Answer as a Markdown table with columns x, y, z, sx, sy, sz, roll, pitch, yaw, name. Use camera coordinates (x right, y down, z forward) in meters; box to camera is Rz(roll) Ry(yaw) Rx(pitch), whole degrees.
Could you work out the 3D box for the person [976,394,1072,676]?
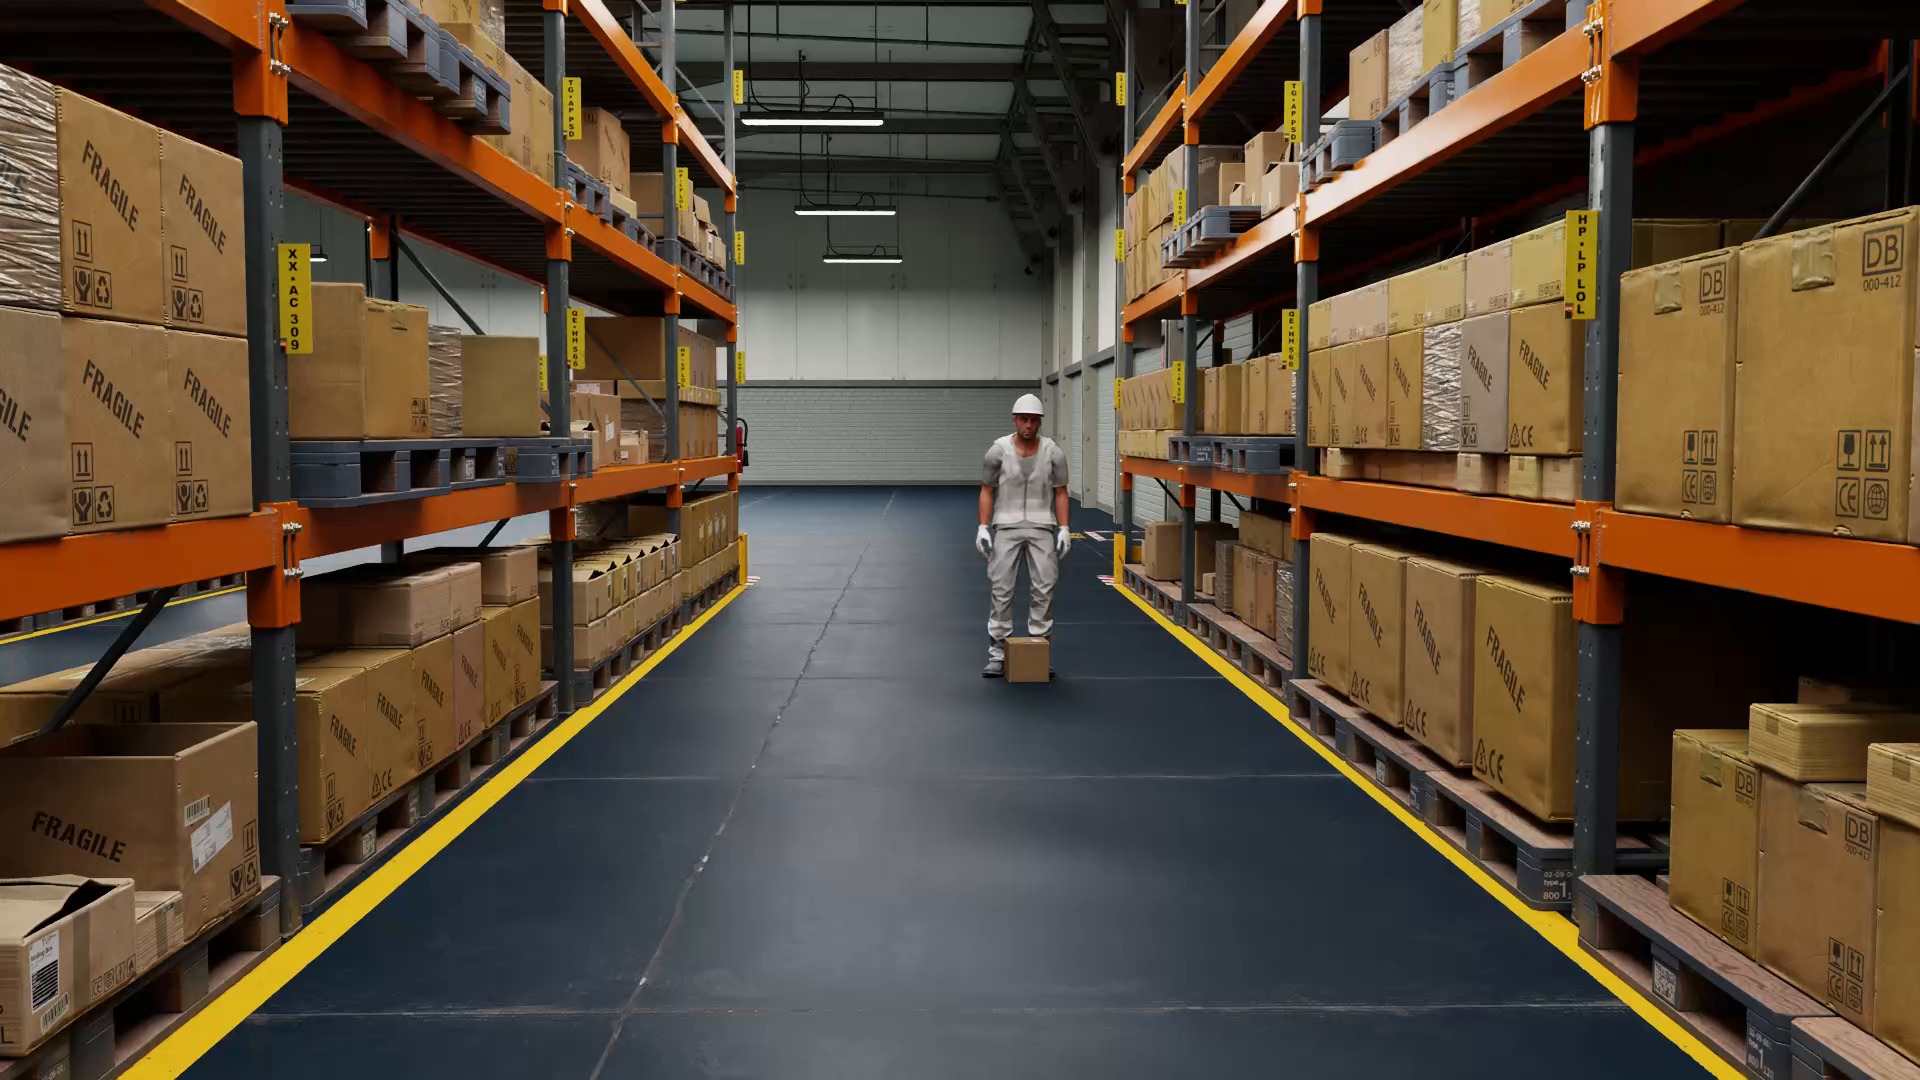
| x | y | z | sx | sy | sz | roll | pitch | yaw | name |
| --- | --- | --- | --- | --- | --- | --- | --- | --- | --- |
| 0.404 | -0.031 | 10.535 | 0.608 | 1.779 | 0.450 | 0 | 4 | -1 | person |
